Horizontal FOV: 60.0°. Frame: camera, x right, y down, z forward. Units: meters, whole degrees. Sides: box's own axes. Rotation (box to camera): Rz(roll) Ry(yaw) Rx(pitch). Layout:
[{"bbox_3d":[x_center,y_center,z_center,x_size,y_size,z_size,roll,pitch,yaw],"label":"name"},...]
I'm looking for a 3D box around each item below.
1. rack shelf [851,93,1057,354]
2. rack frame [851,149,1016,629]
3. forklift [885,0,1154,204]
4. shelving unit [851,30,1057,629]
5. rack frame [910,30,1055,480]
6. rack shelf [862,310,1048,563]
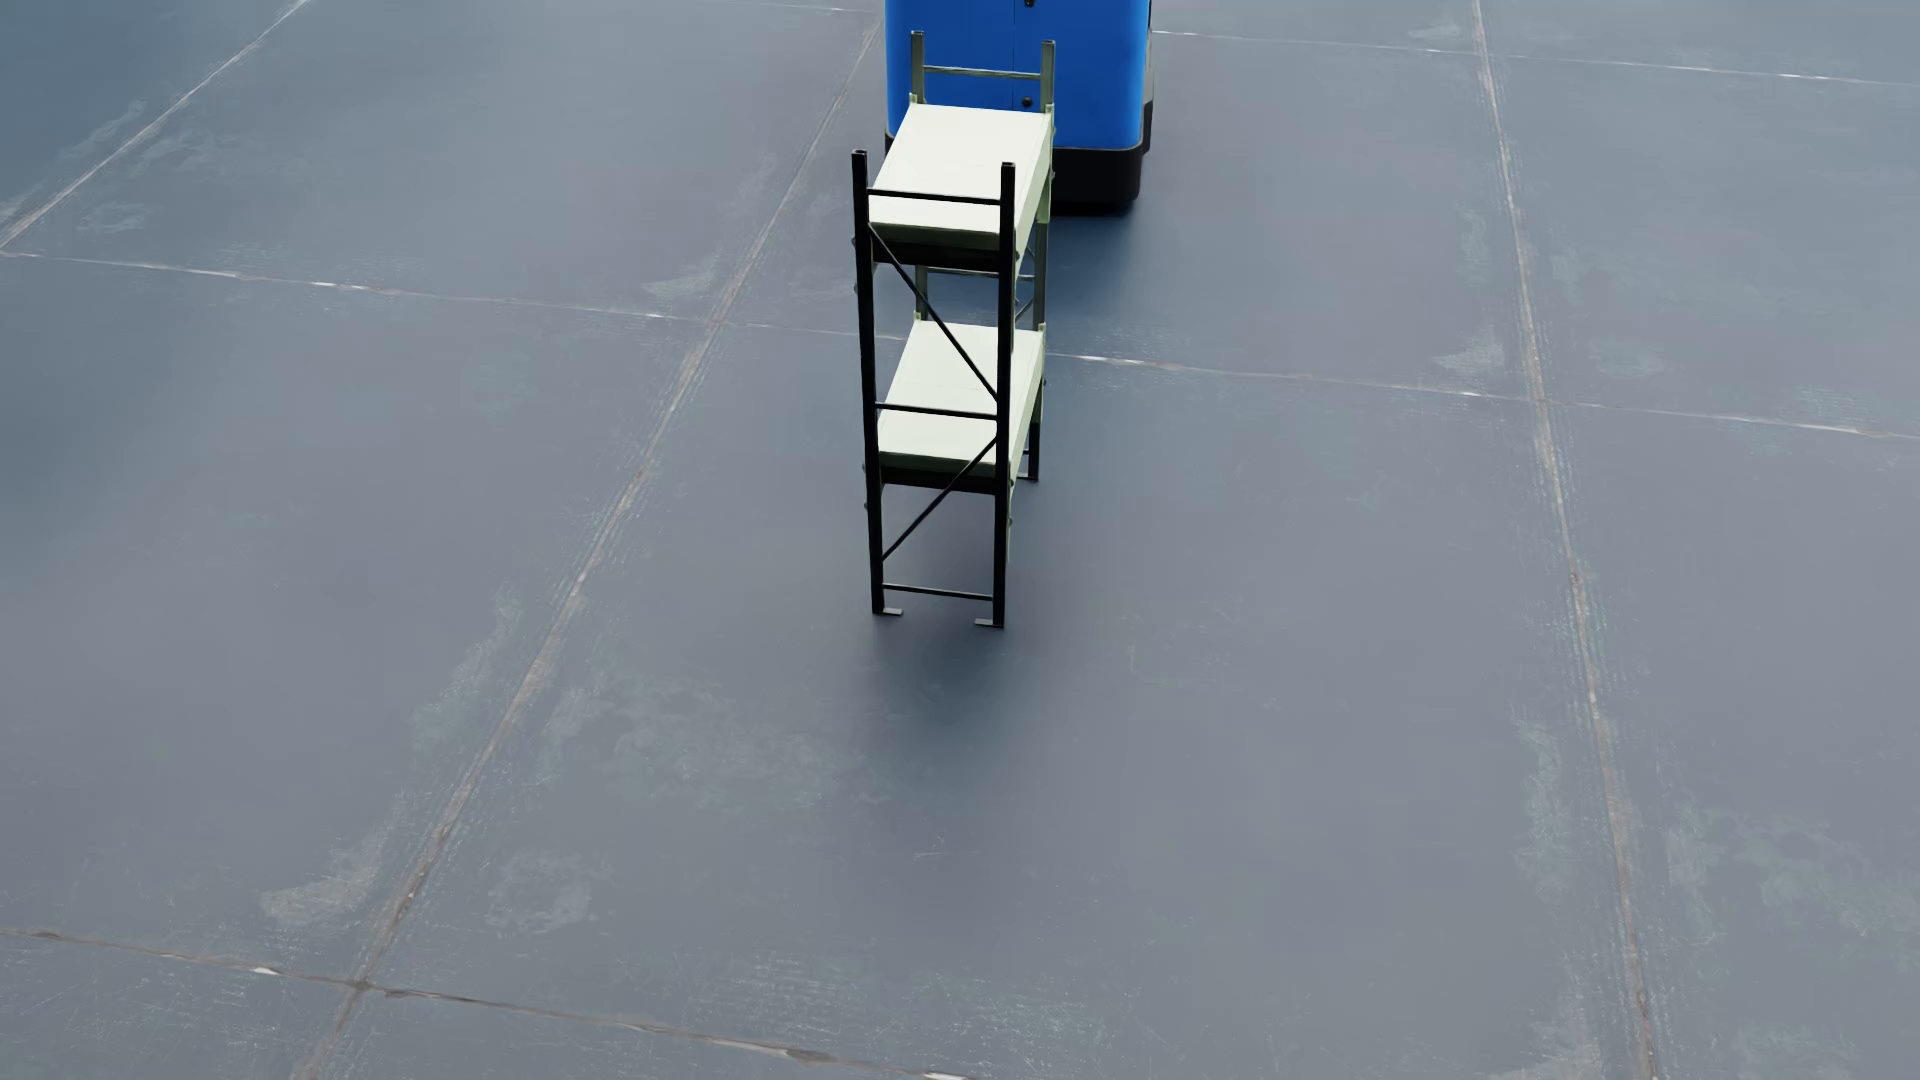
[{"bbox_3d":[-0.001,-0.875,4.518,0.431,0.370,0.720,6,40,8],"label":"rack shelf"},{"bbox_3d":[-0.064,-0.344,4.489,0.400,1.500,0.023,6,40,8],"label":"rack frame"},{"bbox_3d":[0.354,-3.432,7.101,1.130,2.935,3.031,4,40,4],"label":"forklift"},{"bbox_3d":[-0.001,-0.574,4.767,0.431,1.500,0.755,6,40,8],"label":"shelving unit"},{"bbox_3d":[0.062,-0.804,5.045,0.400,1.500,0.023,6,40,8],"label":"rack frame"},{"bbox_3d":[-0.001,-0.323,4.975,0.431,0.370,0.720,6,40,8],"label":"rack shelf"}]
